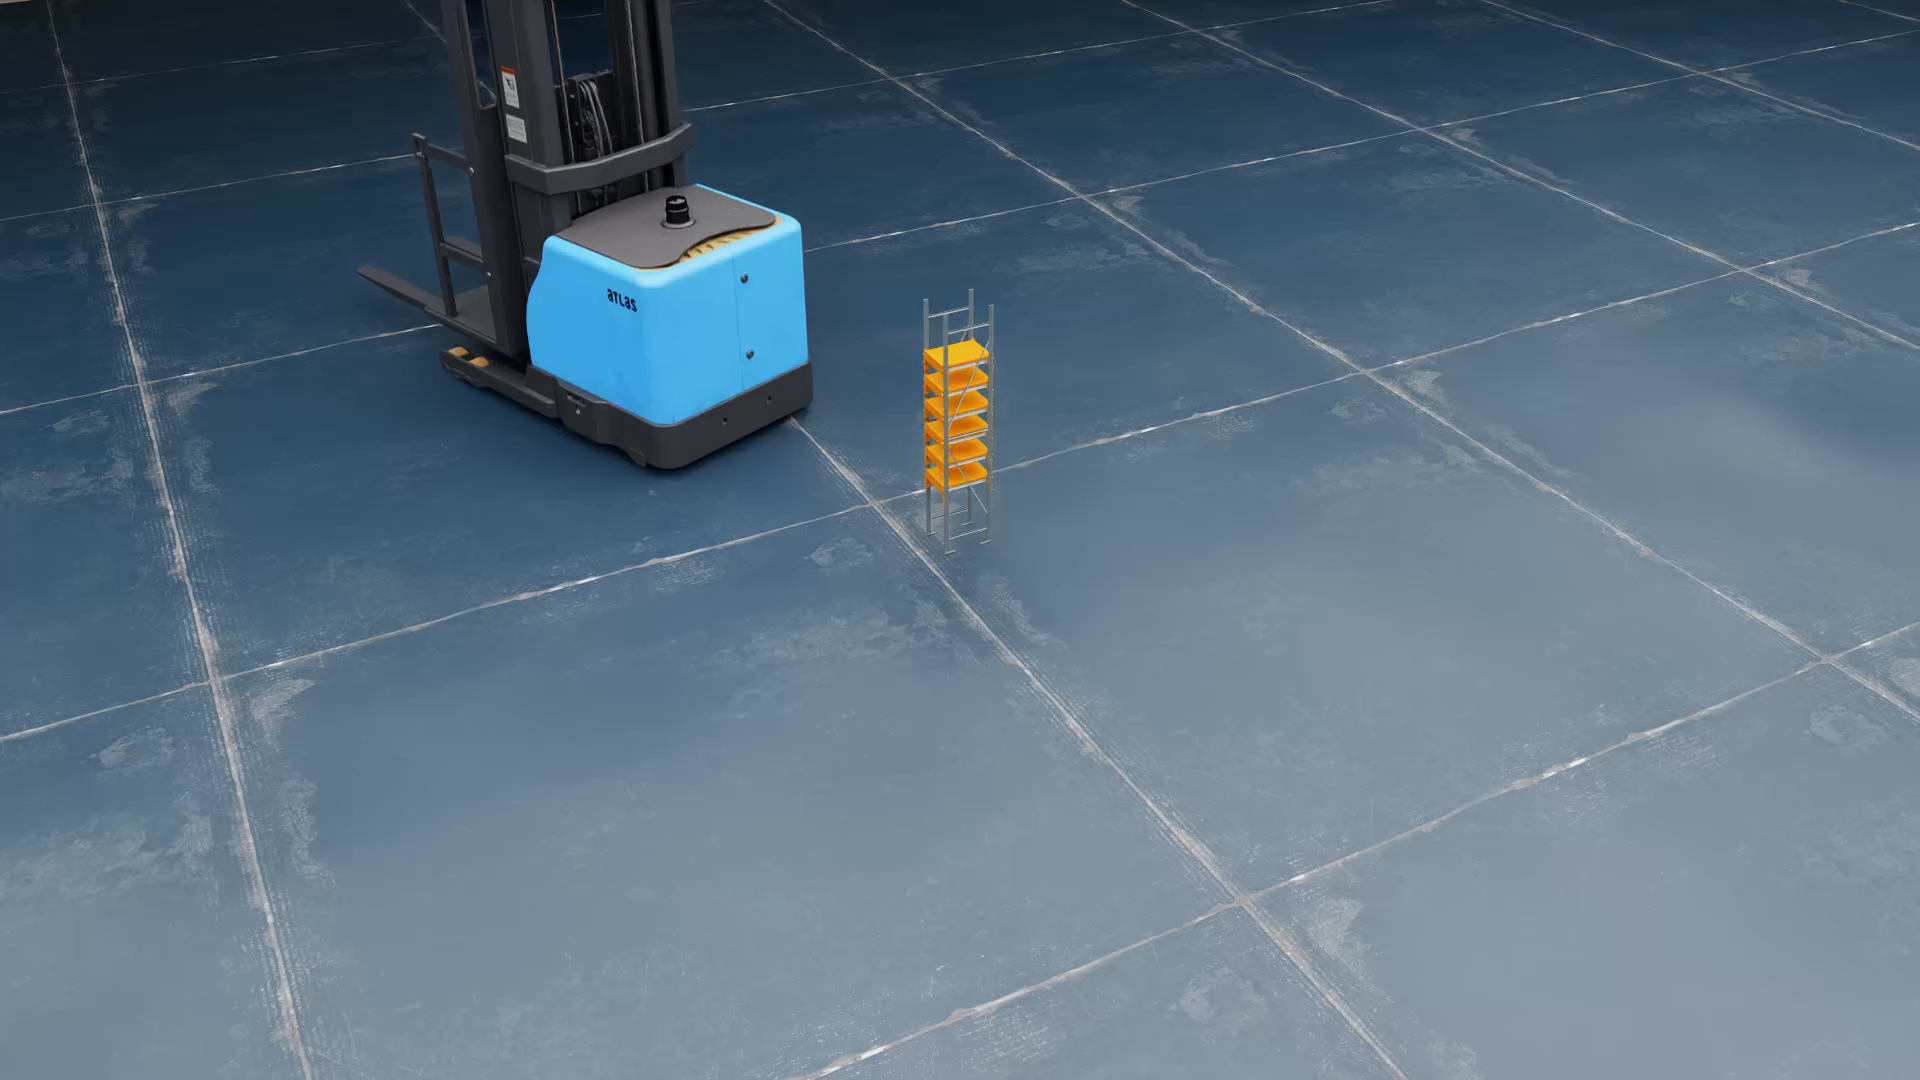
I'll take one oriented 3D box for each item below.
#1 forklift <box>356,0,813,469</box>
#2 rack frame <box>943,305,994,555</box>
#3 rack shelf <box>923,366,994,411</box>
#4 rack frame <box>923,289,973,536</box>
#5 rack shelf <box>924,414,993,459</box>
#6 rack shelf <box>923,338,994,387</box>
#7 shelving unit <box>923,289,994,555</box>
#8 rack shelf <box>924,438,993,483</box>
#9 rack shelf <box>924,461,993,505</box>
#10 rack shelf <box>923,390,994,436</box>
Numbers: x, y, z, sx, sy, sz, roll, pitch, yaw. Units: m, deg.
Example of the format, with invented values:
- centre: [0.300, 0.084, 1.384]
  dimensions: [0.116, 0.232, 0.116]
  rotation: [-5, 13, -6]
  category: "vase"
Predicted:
- centre: [-2.216, -2.248, 8.542]
  dimensions: [3.031, 2.935, 1.130]
  rotation: [25, 40, 34]
  category: "forklift"
- centre: [0.036, -0.468, 7.369]
  dimensions: [0.240, 1.200, 0.006]
  rotation: [-16, 36, -23]
  category: "rack frame"
- centre: [-0.007, -0.677, 7.332]
  dimensions: [0.258, 0.103, 0.180]
  rotation: [-16, 36, -23]
  category: "rack shelf"
- centre: [-0.049, -0.556, 7.505]
  dimensions: [0.240, 1.200, 0.006]
  rotation: [-16, 36, -23]
  category: "rack frame"
- centre: [-0.007, -0.475, 7.461]
  dimensions: [0.258, 0.103, 0.180]
  rotation: [-16, 36, -23]
  category: "rack shelf"
- centre: [-0.007, -0.778, 7.267]
  dimensions: [0.258, 0.103, 0.180]
  rotation: [-16, 36, -23]
  category: "rack shelf"
- centre: [-0.007, -0.512, 7.437]
  dimensions: [0.258, 1.200, 0.189]
  rotation: [-16, 36, -23]
  category: "shelving unit"
- centre: [-0.007, -0.374, 7.526]
  dimensions: [0.258, 0.103, 0.180]
  rotation: [-16, 36, -23]
  category: "rack shelf"
- centre: [-0.007, -0.273, 7.591]
  dimensions: [0.258, 0.103, 0.180]
  rotation: [-16, 36, -23]
  category: "rack shelf"
- centre: [-0.007, -0.576, 7.396]
  dimensions: [0.258, 0.103, 0.180]
  rotation: [-16, 36, -23]
  category: "rack shelf"
